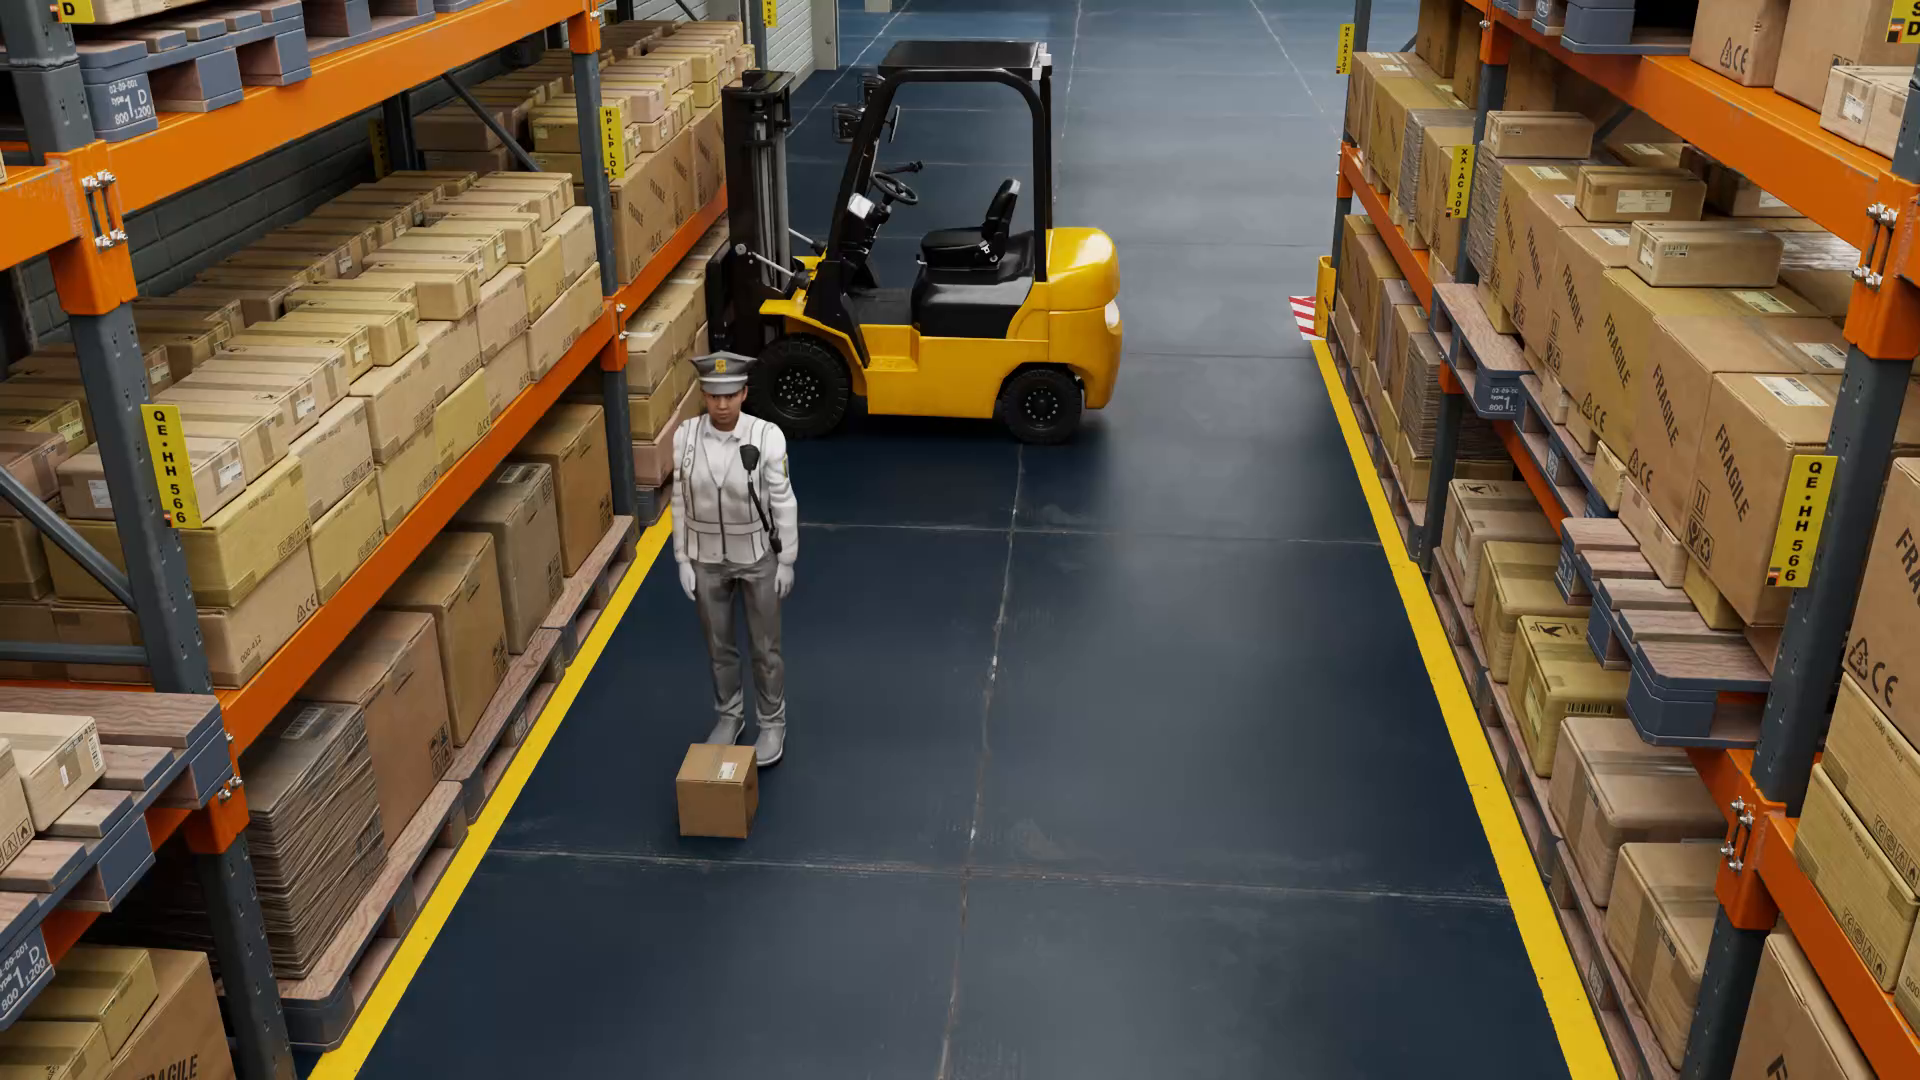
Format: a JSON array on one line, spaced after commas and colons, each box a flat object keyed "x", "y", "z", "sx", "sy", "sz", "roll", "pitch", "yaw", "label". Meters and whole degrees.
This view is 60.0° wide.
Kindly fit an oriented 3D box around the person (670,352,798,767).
[{"x": -0.862, "y": 0.075, "z": 6.367, "sx": 0.487, "sy": 1.687, "sz": 0.346, "roll": 2, "pitch": 25, "yaw": 4, "label": "person"}]
